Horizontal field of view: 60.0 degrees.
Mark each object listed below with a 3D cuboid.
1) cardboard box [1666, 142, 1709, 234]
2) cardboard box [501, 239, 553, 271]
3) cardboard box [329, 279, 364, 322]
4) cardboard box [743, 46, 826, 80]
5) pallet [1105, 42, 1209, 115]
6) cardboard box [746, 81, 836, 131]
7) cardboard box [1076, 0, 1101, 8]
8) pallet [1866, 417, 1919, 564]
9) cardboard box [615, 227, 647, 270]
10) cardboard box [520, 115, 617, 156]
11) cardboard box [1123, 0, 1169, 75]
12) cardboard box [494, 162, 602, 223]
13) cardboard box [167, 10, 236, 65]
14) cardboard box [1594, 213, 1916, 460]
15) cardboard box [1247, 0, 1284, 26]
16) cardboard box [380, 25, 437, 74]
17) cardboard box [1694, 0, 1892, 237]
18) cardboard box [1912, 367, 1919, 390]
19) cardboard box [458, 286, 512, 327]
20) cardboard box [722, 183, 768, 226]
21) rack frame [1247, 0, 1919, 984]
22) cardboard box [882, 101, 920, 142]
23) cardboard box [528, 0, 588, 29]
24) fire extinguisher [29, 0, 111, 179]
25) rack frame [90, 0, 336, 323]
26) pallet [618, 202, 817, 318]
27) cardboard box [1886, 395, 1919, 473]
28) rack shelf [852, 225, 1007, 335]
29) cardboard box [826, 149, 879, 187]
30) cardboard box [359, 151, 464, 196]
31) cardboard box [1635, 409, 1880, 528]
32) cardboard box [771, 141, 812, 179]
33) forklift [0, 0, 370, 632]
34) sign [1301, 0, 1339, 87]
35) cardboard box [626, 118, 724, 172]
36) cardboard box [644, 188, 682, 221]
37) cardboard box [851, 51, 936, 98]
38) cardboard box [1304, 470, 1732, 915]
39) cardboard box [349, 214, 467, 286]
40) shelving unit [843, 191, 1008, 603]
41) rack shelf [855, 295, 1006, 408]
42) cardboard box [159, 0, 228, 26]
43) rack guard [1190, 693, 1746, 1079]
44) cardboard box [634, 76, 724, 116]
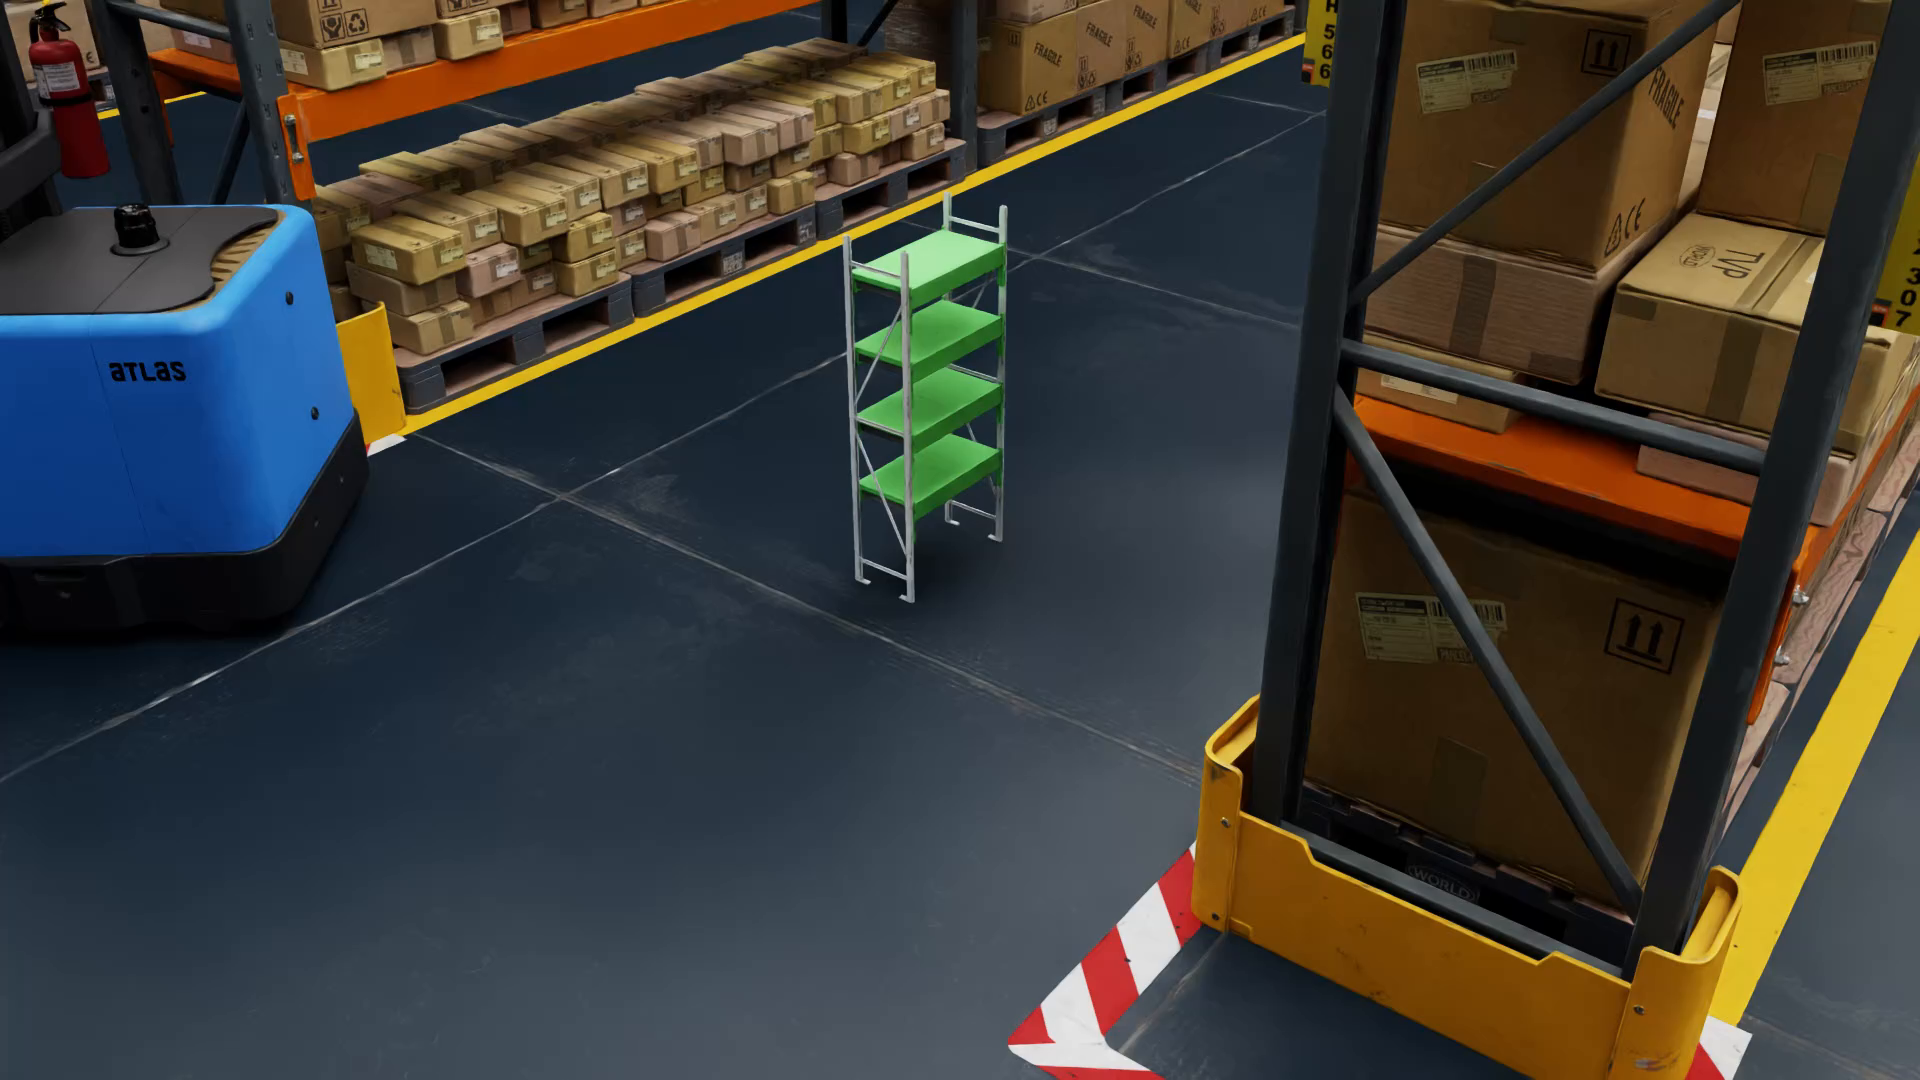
[{"bbox_3d":[1.526,-0.805,4.021,0.500,0.250,0.500,20,36,30],"label":"cardboard box"},{"bbox_3d":[-1.947,-1.261,7.028,0.380,0.149,0.250,22,37,32],"label":"cardboard box"},{"bbox_3d":[-2.604,-1.057,6.975,0.380,0.149,0.250,22,37,32],"label":"cardboard box"},{"bbox_3d":[-0.927,-2.490,8.811,0.380,0.149,0.250,23,38,34],"label":"cardboard box"},{"bbox_3d":[0.864,-3.066,10.716,1.003,0.211,1.213,21,37,31],"label":"pallet"},{"bbox_3d":[-0.834,-2.135,8.211,0.380,0.149,0.250,22,37,33],"label":"cardboard box"},{"bbox_3d":[0.636,-3.314,9.705,0.500,0.250,0.500,22,37,33],"label":"cardboard box"},{"bbox_3d":[3.032,-0.398,6.215,1.003,0.211,1.213,21,37,31],"label":"pallet"},{"bbox_3d":[-1.627,-1.331,7.438,0.380,0.149,0.250,21,37,31],"label":"cardboard box"},{"bbox_3d":[-1.813,-1.842,7.716,0.380,0.149,0.250,20,36,30],"label":"cardboard box"},{"bbox_3d":[0.941,-3.207,10.259,0.500,0.500,0.500,22,37,32],"label":"cardboard box"},{"bbox_3d":[-1.759,-1.481,7.108,0.380,0.149,0.250,19,36,29],"label":"cardboard box"},{"bbox_3d":[-2.784,-1.936,6.321,0.380,0.149,0.250,21,37,31],"label":"cardboard box"},{"bbox_3d":[1.643,-0.432,3.393,0.500,0.250,0.500,20,36,30],"label":"cardboard box"},{"bbox_3d":[1.885,-3.833,11.316,0.500,0.500,0.500,21,37,31],"label":"cardboard box"},{"bbox_3d":[-2.177,-1.863,6.198,0.380,0.149,0.250,23,37,33],"label":"cardboard box"},{"bbox_3d":[1.945,-0.958,3.544,0.500,0.500,0.500,20,36,30],"label":"cardboard box"},{"bbox_3d":[2.080,-0.507,3.909,0.380,0.149,0.250,20,36,31],"label":"cardboard box"},{"bbox_3d":[-2.091,-1.025,6.921,0.380,0.149,0.250,21,37,31],"label":"cardboard box"},{"bbox_3d":[-1.141,-1.634,7.950,0.380,0.149,0.250,22,37,32],"label":"cardboard box"},{"bbox_3d":[1.138,-0.257,3.241,1.000,3.000,0.127,21,37,31],"label":"rack frame"},{"bbox_3d":[-0.431,-2.193,8.600,0.380,0.149,0.250,19,36,29],"label":"cardboard box"},{"bbox_3d":[-1.742,-2.206,6.777,0.380,0.149,0.250,21,36,31],"label":"cardboard box"},{"bbox_3d":[-3.275,-1.670,6.068,0.296,0.674,0.183,21,37,31],"label":"fire extinguisher"},{"bbox_3d":[-2.755,-1.824,5.886,1.000,3.000,0.127,21,37,31],"label":"rack frame"},{"bbox_3d":[-1.454,-1.469,8.021,1.003,0.211,1.213,21,37,31],"label":"pallet"},{"bbox_3d":[3.091,-0.906,6.008,0.875,0.875,0.875,21,37,31],"label":"cardboard box"},{"bbox_3d":[-0.100,-0.807,5.118,0.258,0.148,0.480,21,37,31],"label":"rack shelf"},{"bbox_3d":[-0.637,-1.933,8.454,0.380,0.149,0.250,20,36,30],"label":"cardboard box"},{"bbox_3d":[-2.385,-1.557,7.235,0.380,0.149,0.250,20,36,30],"label":"cardboard box"},{"bbox_3d":[1.616,-0.191,3.377,0.380,0.149,0.250,22,37,32],"label":"cardboard box"},{"bbox_3d":[-0.946,-1.897,8.101,0.380,0.149,0.250,22,37,32],"label":"cardboard box"},{"bbox_3d":[-3.628,-1.187,4.879,3.031,2.935,1.130,-1,31,-2],"label":"forklift"},{"bbox_3d":[0.714,-1.029,3.177,0.100,0.325,0.005,21,37,31],"label":"sign"},{"bbox_3d":[-1.314,-1.816,7.672,0.380,0.149,0.250,21,37,31],"label":"cardboard box"},{"bbox_3d":[-1.490,-1.592,7.587,0.380,0.149,0.250,23,38,34],"label":"cardboard box"},{"bbox_3d":[-0.348,-2.436,8.718,0.380,0.149,0.250,22,37,33],"label":"cardboard box"},{"bbox_3d":[1.461,0.192,4.156,0.875,0.875,0.875,21,37,31],"label":"cardboard box"},{"bbox_3d":[-2.168,-1.143,6.537,0.380,0.149,0.250,19,36,29],"label":"cardboard box"},{"bbox_3d":[-0.100,-0.449,5.331,0.258,1.200,0.503,21,37,31],"label":"shelving unit"},{"bbox_3d":[-0.100,-0.600,5.241,0.258,0.148,0.480,21,37,31],"label":"rack shelf"},{"bbox_3d":[-2.689,-2.257,6.227,0.500,0.500,0.500,22,37,32],"label":"cardboard box"},{"bbox_3d":[1.124,0.828,3.862,1.175,0.500,0.348,21,37,31],"label":"rack guard"},{"bbox_3d":[-1.398,-2.181,8.289,0.380,0.149,0.250,22,37,32],"label":"cardboard box"}]
